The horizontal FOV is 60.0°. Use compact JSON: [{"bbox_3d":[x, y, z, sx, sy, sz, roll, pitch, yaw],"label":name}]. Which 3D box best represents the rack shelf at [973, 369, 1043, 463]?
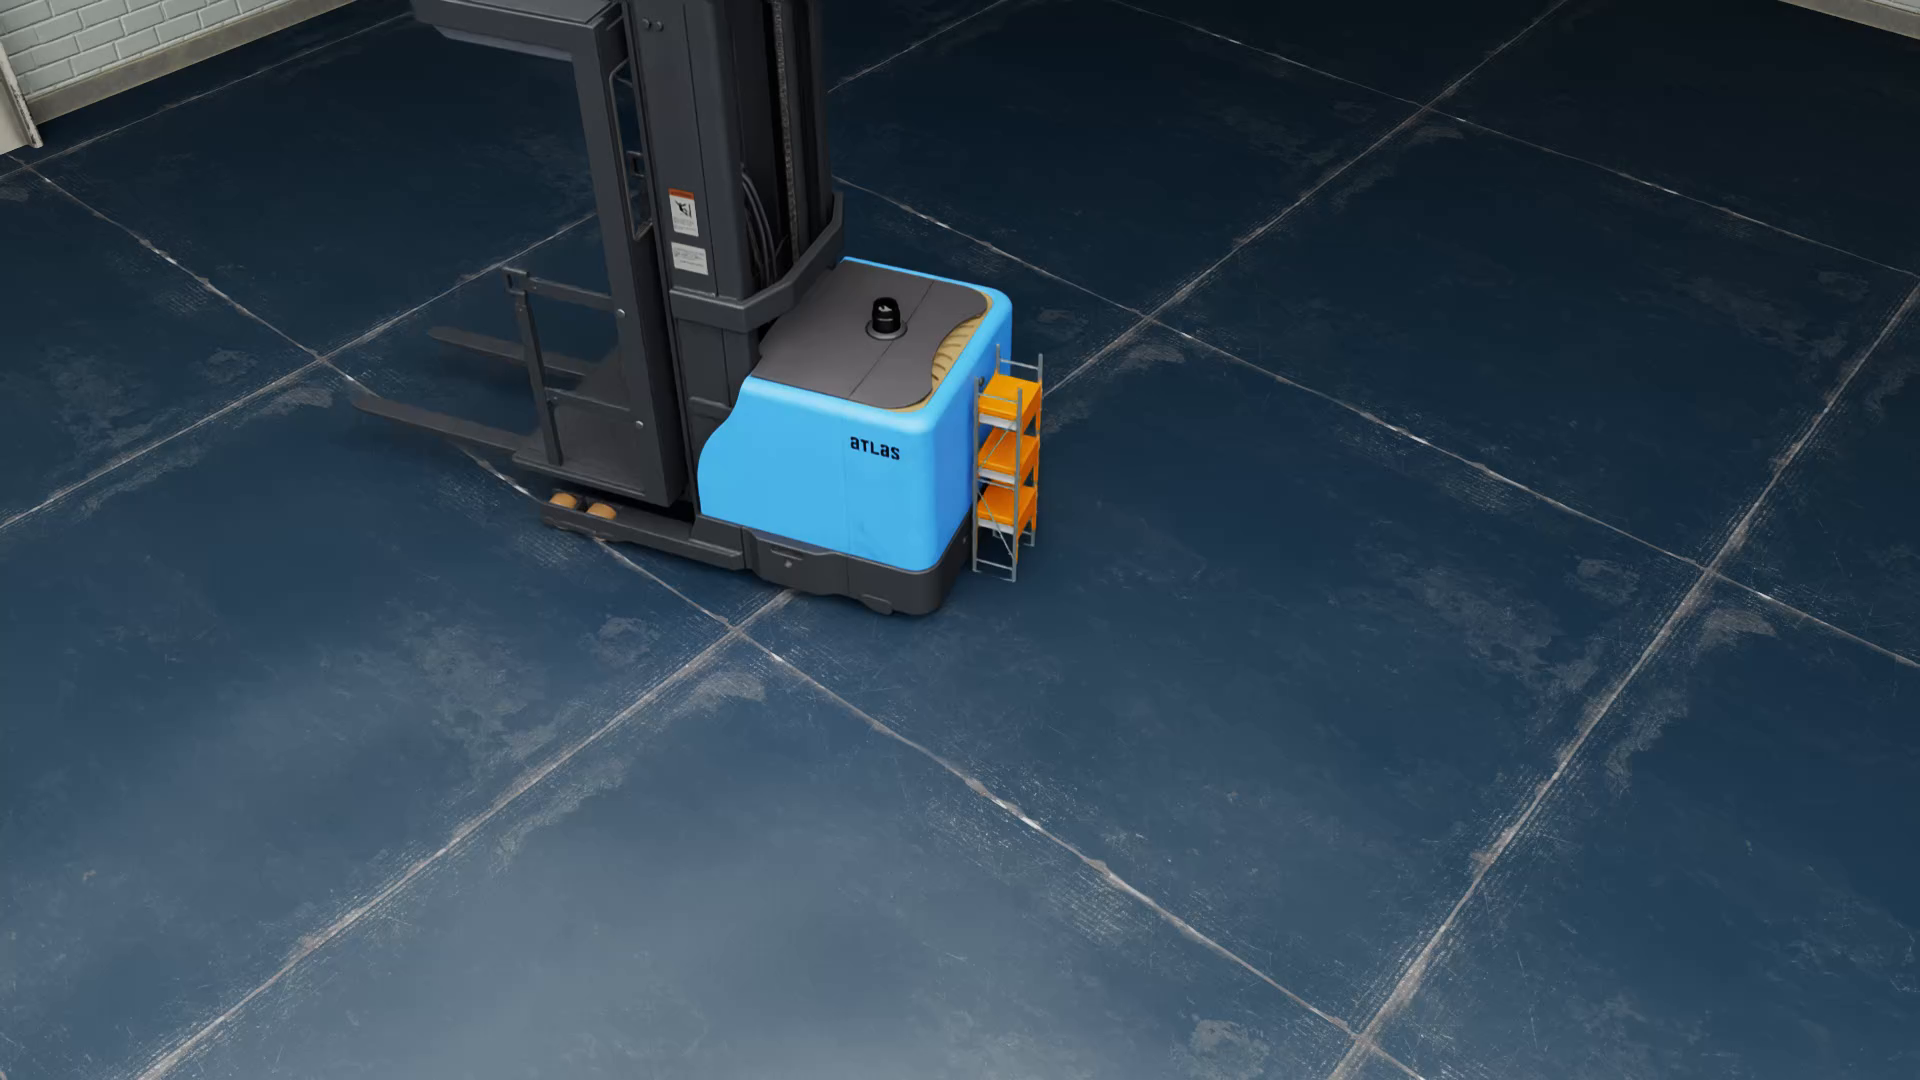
[{"bbox_3d":[0.195,-0.508,6.804,0.215,0.259,0.240,15,44,16],"label":"rack shelf"}]

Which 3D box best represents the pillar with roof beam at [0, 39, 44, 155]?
[{"bbox_3d":[-2.490,-3.821,4.945,9.100,9.000,0.400,29,50,28],"label":"pillar with roof beam"}]

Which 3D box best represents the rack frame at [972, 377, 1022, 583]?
[{"bbox_3d":[0.149,-0.229,6.904,0.200,1.050,0.008,15,44,16],"label":"rack frame"}]

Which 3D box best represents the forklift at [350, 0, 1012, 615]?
[{"bbox_3d":[-1.336,-1.397,6.790,3.031,2.935,1.130,15,44,16],"label":"forklift"}]

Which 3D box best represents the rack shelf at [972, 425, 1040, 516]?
[{"bbox_3d":[0.194,-0.298,6.995,0.215,0.259,0.240,15,44,16],"label":"rack shelf"}]

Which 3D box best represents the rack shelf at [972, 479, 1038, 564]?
[{"bbox_3d":[0.193,-0.092,7.182,0.215,0.259,0.240,15,44,16],"label":"rack shelf"}]

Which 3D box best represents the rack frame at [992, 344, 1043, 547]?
[{"bbox_3d":[0.239,-0.382,7.072,0.200,1.050,0.008,15,44,16],"label":"rack frame"}]

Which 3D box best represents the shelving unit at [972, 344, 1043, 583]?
[{"bbox_3d":[0.194,-0.306,6.988,0.215,1.050,0.252,15,44,16],"label":"shelving unit"}]
